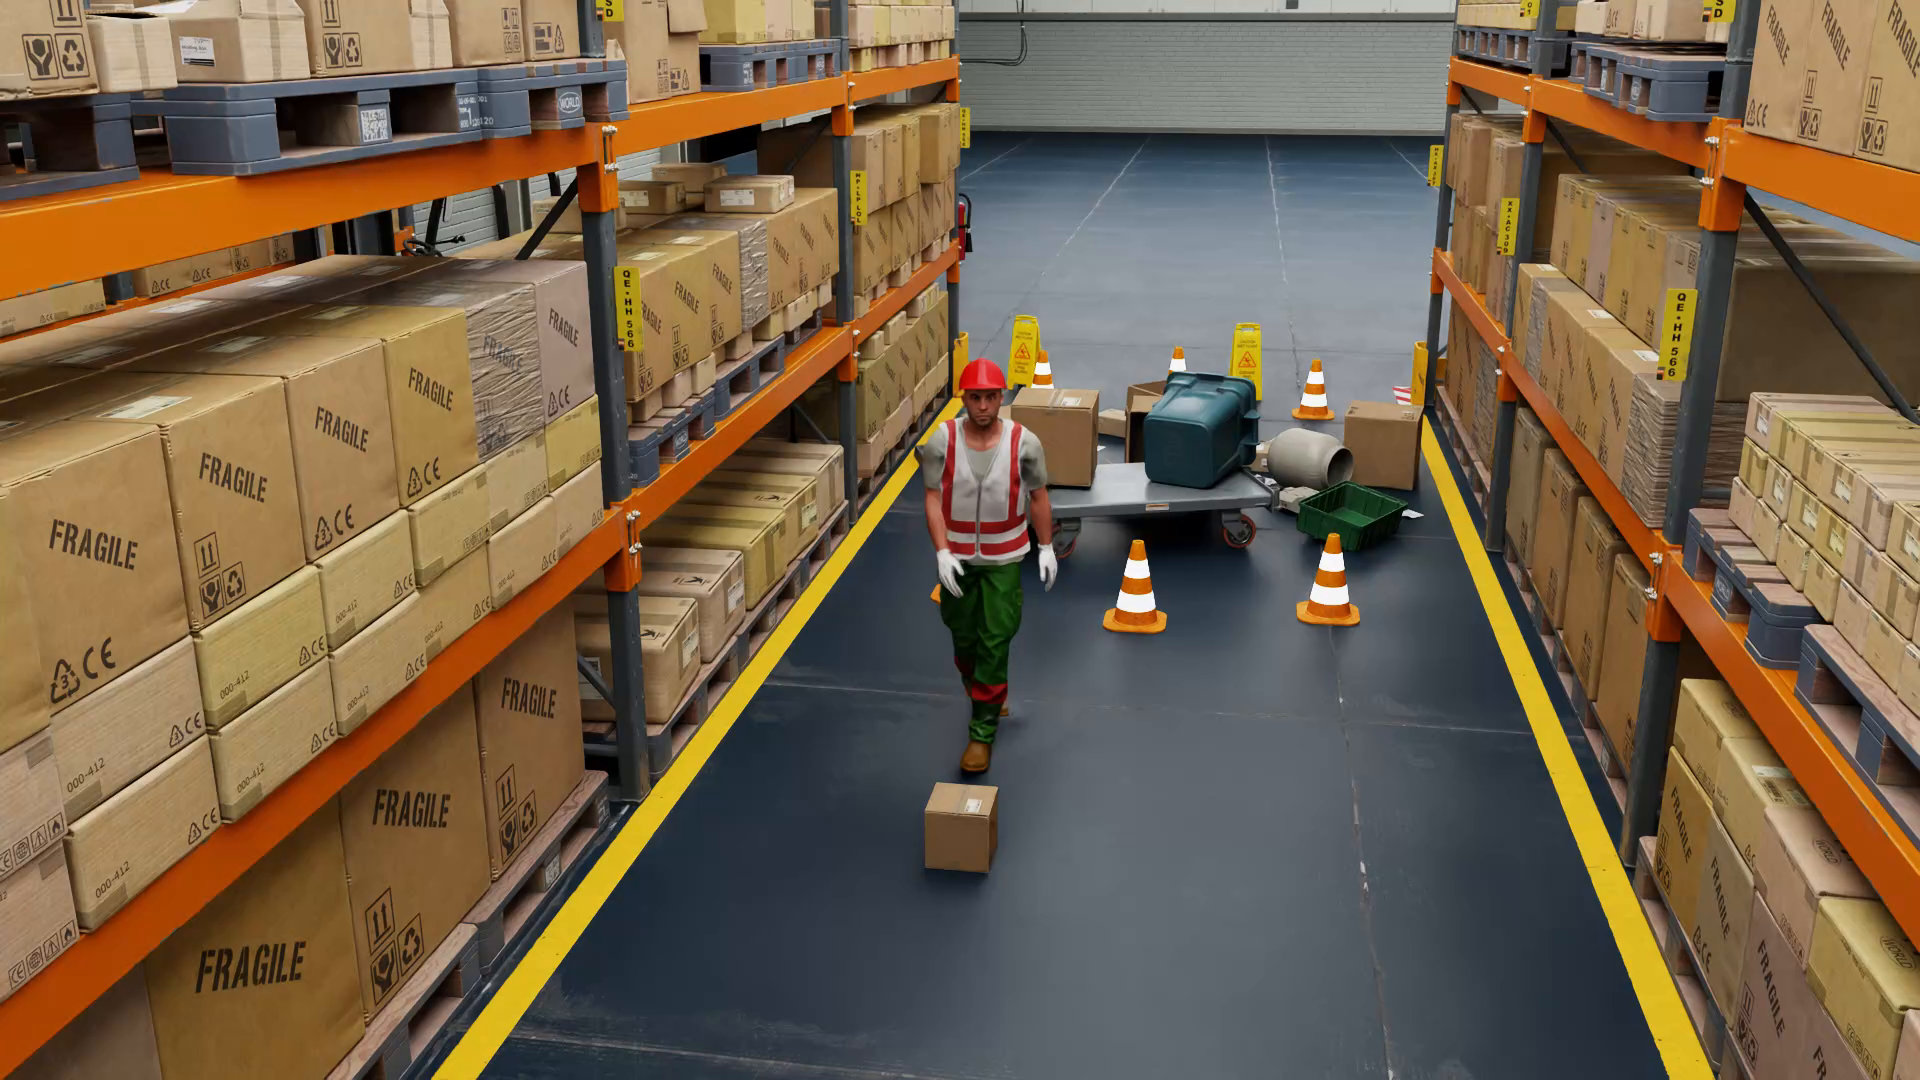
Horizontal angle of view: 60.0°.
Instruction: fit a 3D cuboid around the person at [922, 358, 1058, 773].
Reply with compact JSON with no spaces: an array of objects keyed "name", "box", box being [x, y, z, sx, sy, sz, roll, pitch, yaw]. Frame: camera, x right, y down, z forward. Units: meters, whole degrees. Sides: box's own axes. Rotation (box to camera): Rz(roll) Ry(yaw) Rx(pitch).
[{"name":"person","box":[0.134,0.071,7.287,0.580,1.784,0.760,3,18,8]}]
